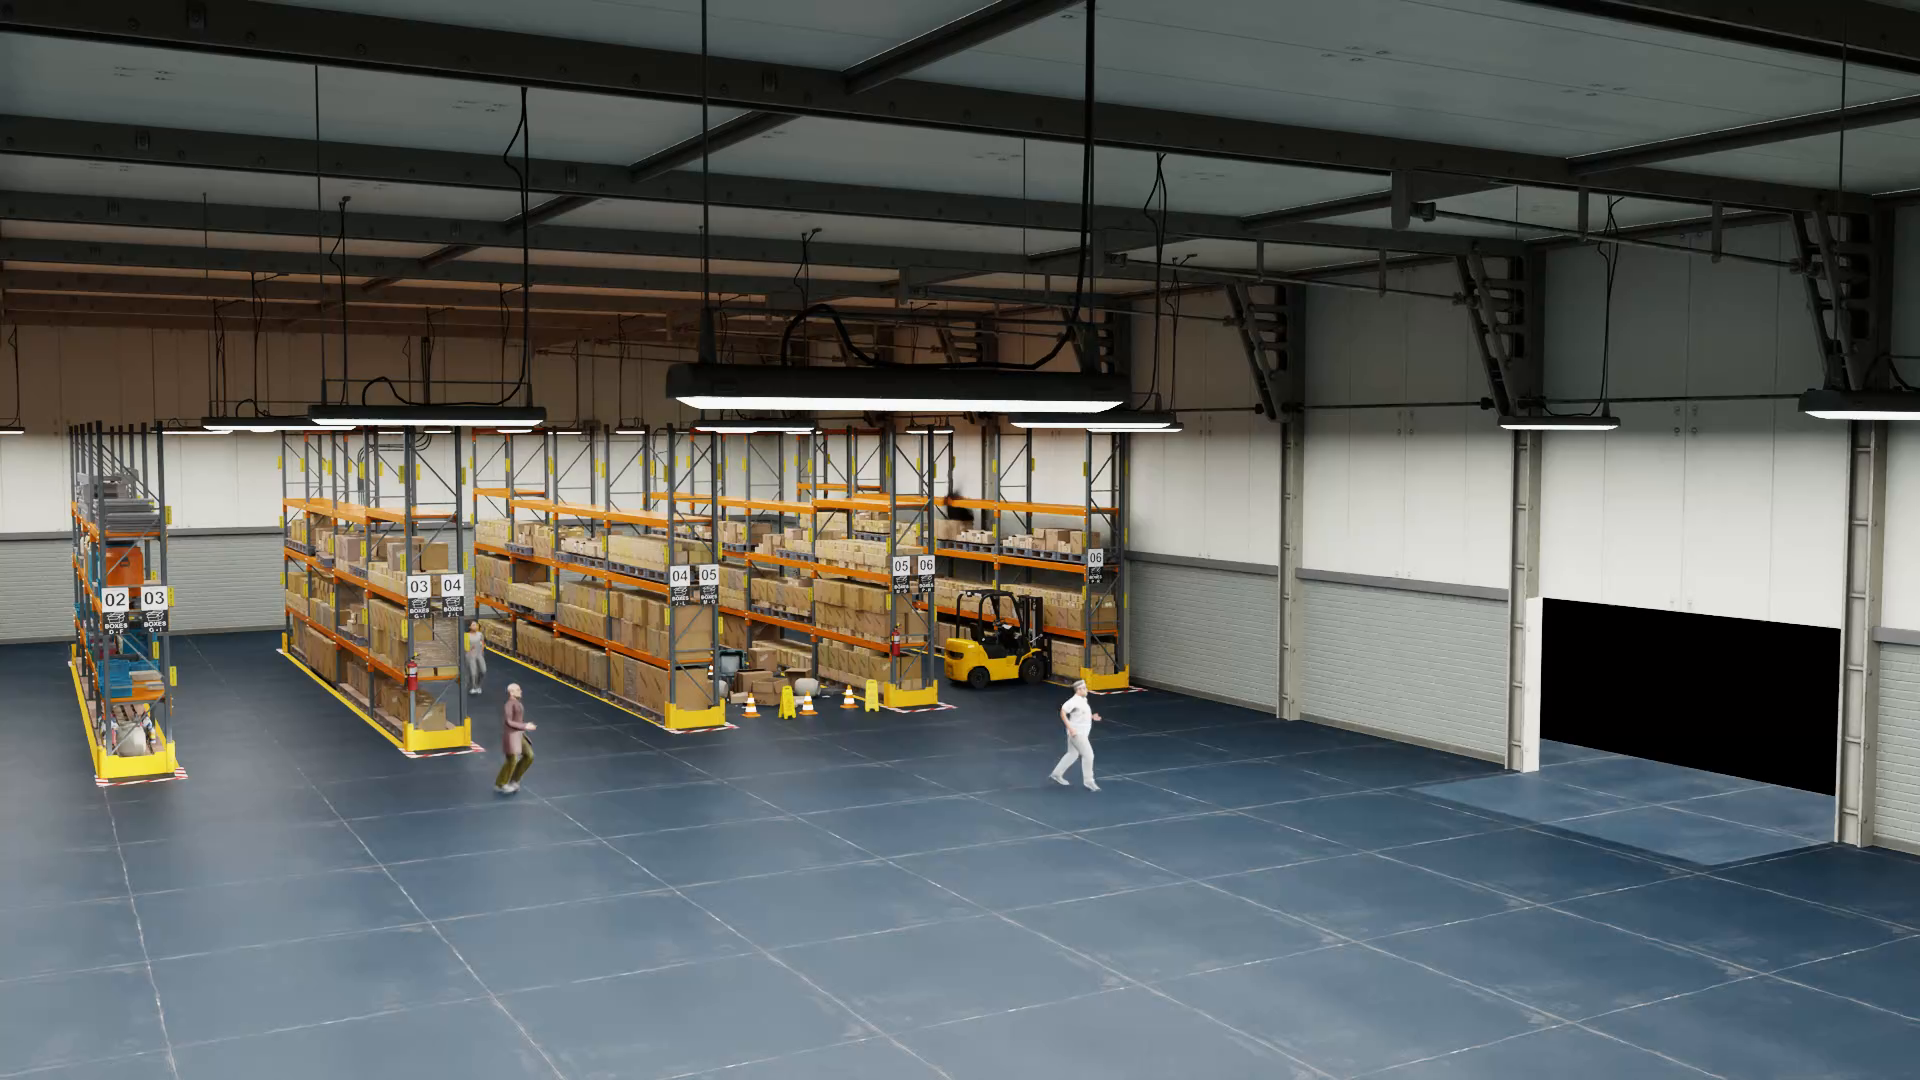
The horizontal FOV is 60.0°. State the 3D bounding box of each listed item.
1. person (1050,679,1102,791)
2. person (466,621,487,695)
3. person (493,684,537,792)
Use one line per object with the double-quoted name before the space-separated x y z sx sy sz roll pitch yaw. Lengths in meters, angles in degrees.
"person" 1.903 3.166 27.063 0.832 1.826 0.650 0 4 7
"person" -10.740 2.614 36.894 0.548 1.656 0.616 -3 4 -37
"person" -7.141 3.199 26.756 0.744 1.798 0.732 0 4 4
